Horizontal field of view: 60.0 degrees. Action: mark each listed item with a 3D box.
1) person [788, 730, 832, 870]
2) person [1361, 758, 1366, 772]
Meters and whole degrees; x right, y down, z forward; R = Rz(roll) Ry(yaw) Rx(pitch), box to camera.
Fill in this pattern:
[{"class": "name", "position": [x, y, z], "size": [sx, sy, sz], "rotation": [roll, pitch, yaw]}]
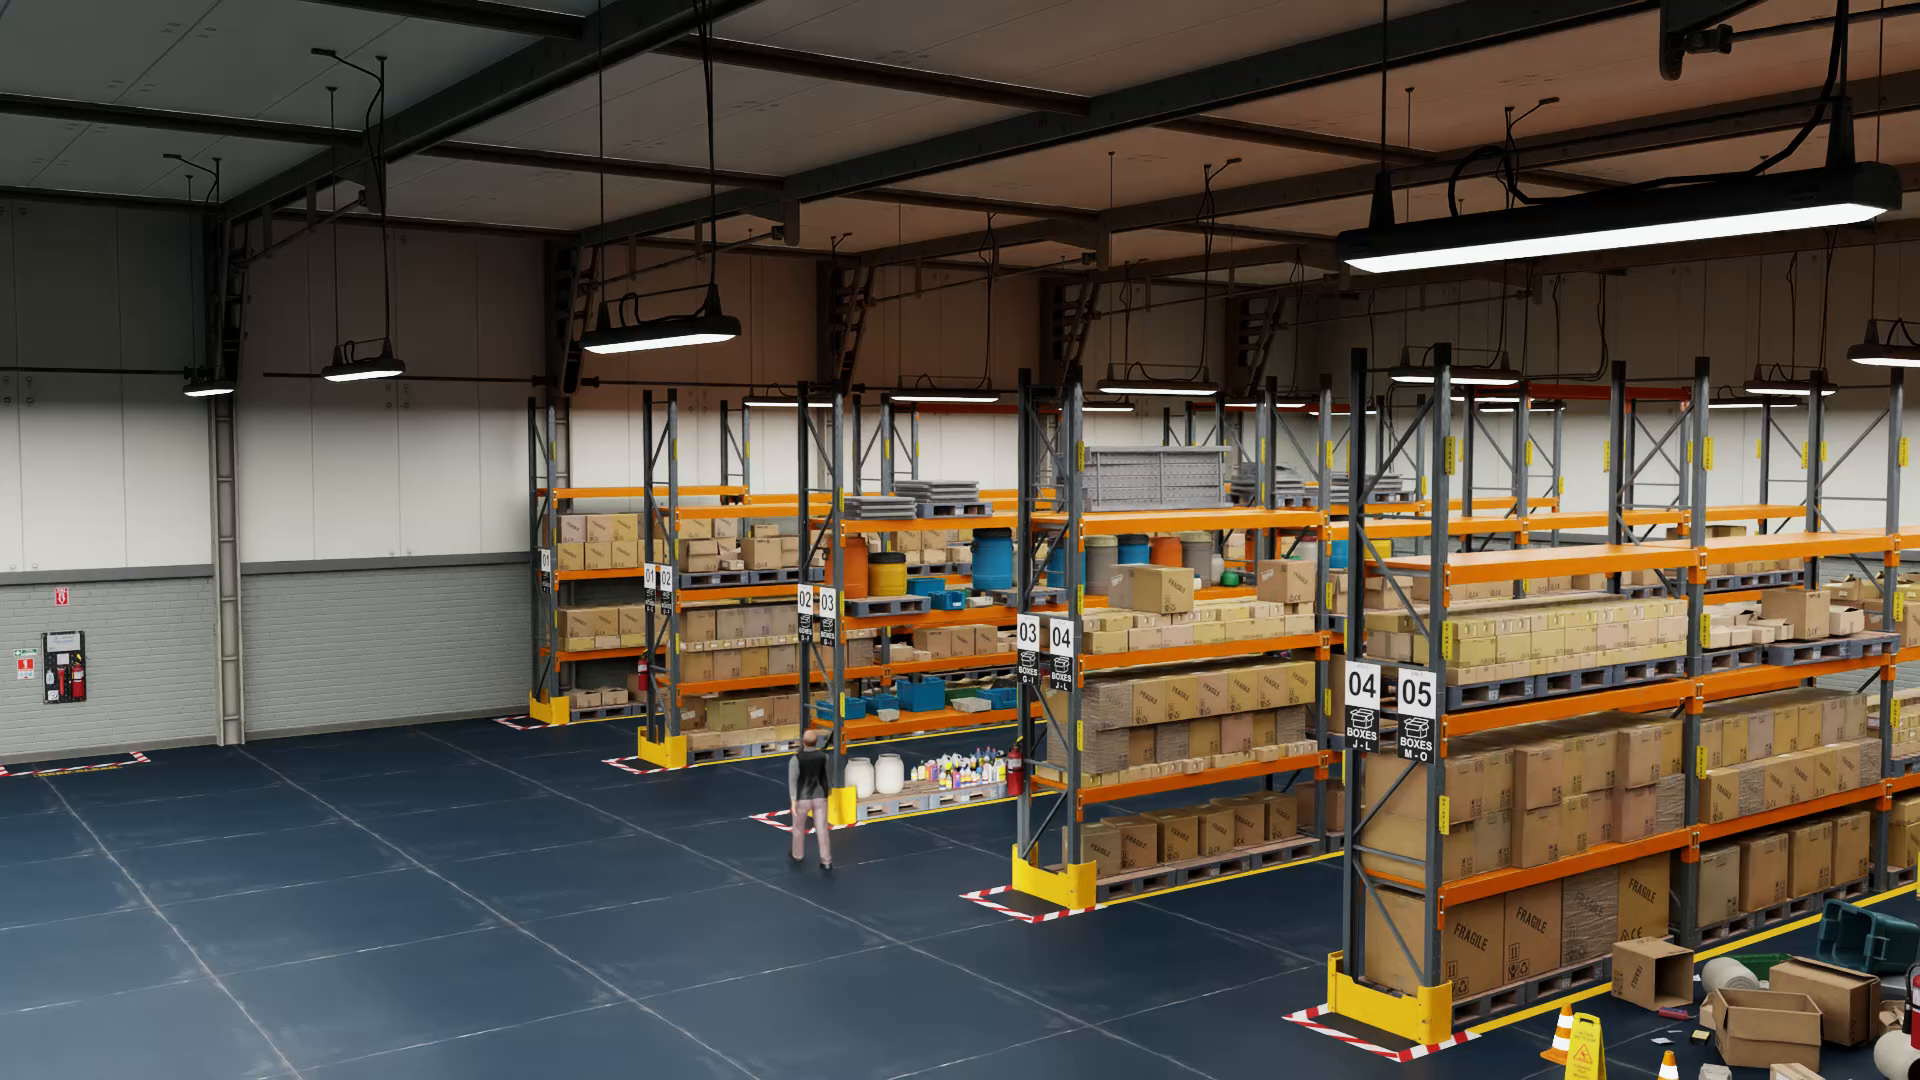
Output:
[{"class": "person", "position": [-1.818, 3.134, 20.129], "size": [0.551, 1.674, 1.070], "rotation": [-1, 4, -21]}, {"class": "person", "position": [5.870, 2.837, 24.424], "size": [0.919, 1.716, 0.553], "rotation": [-2, 4, -26]}]
